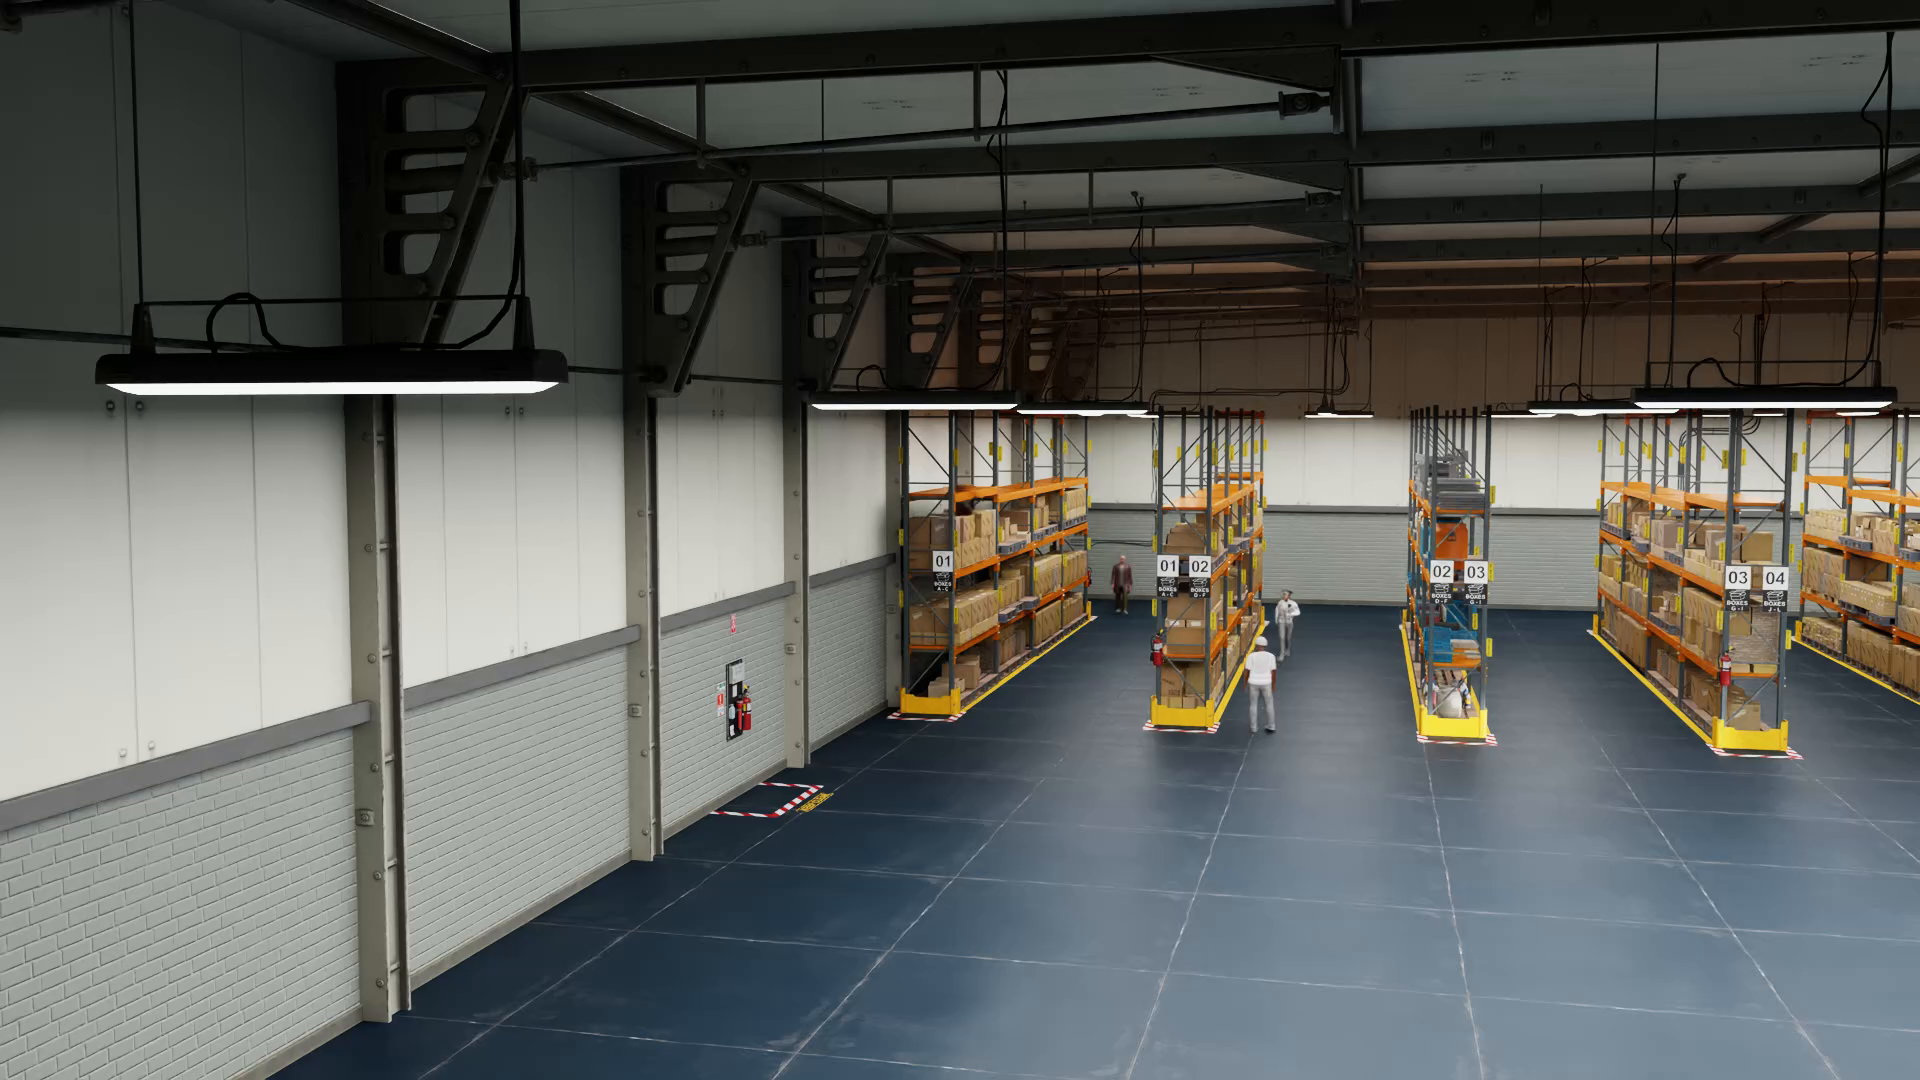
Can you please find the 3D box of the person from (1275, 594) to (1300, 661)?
[{"bbox_3d":[7.831,2.022,39.772,0.585,1.630,0.948,1,4,13],"label":"person"}]

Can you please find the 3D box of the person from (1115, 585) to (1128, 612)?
[{"bbox_3d":[4.755,1.639,49.025,0.392,0.967,0.906,0,4,5],"label":"person"}]

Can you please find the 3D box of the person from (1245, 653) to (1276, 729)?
[{"bbox_3d":[5.533,2.763,30.578,0.556,1.421,0.407,1,4,14],"label":"person"}]
